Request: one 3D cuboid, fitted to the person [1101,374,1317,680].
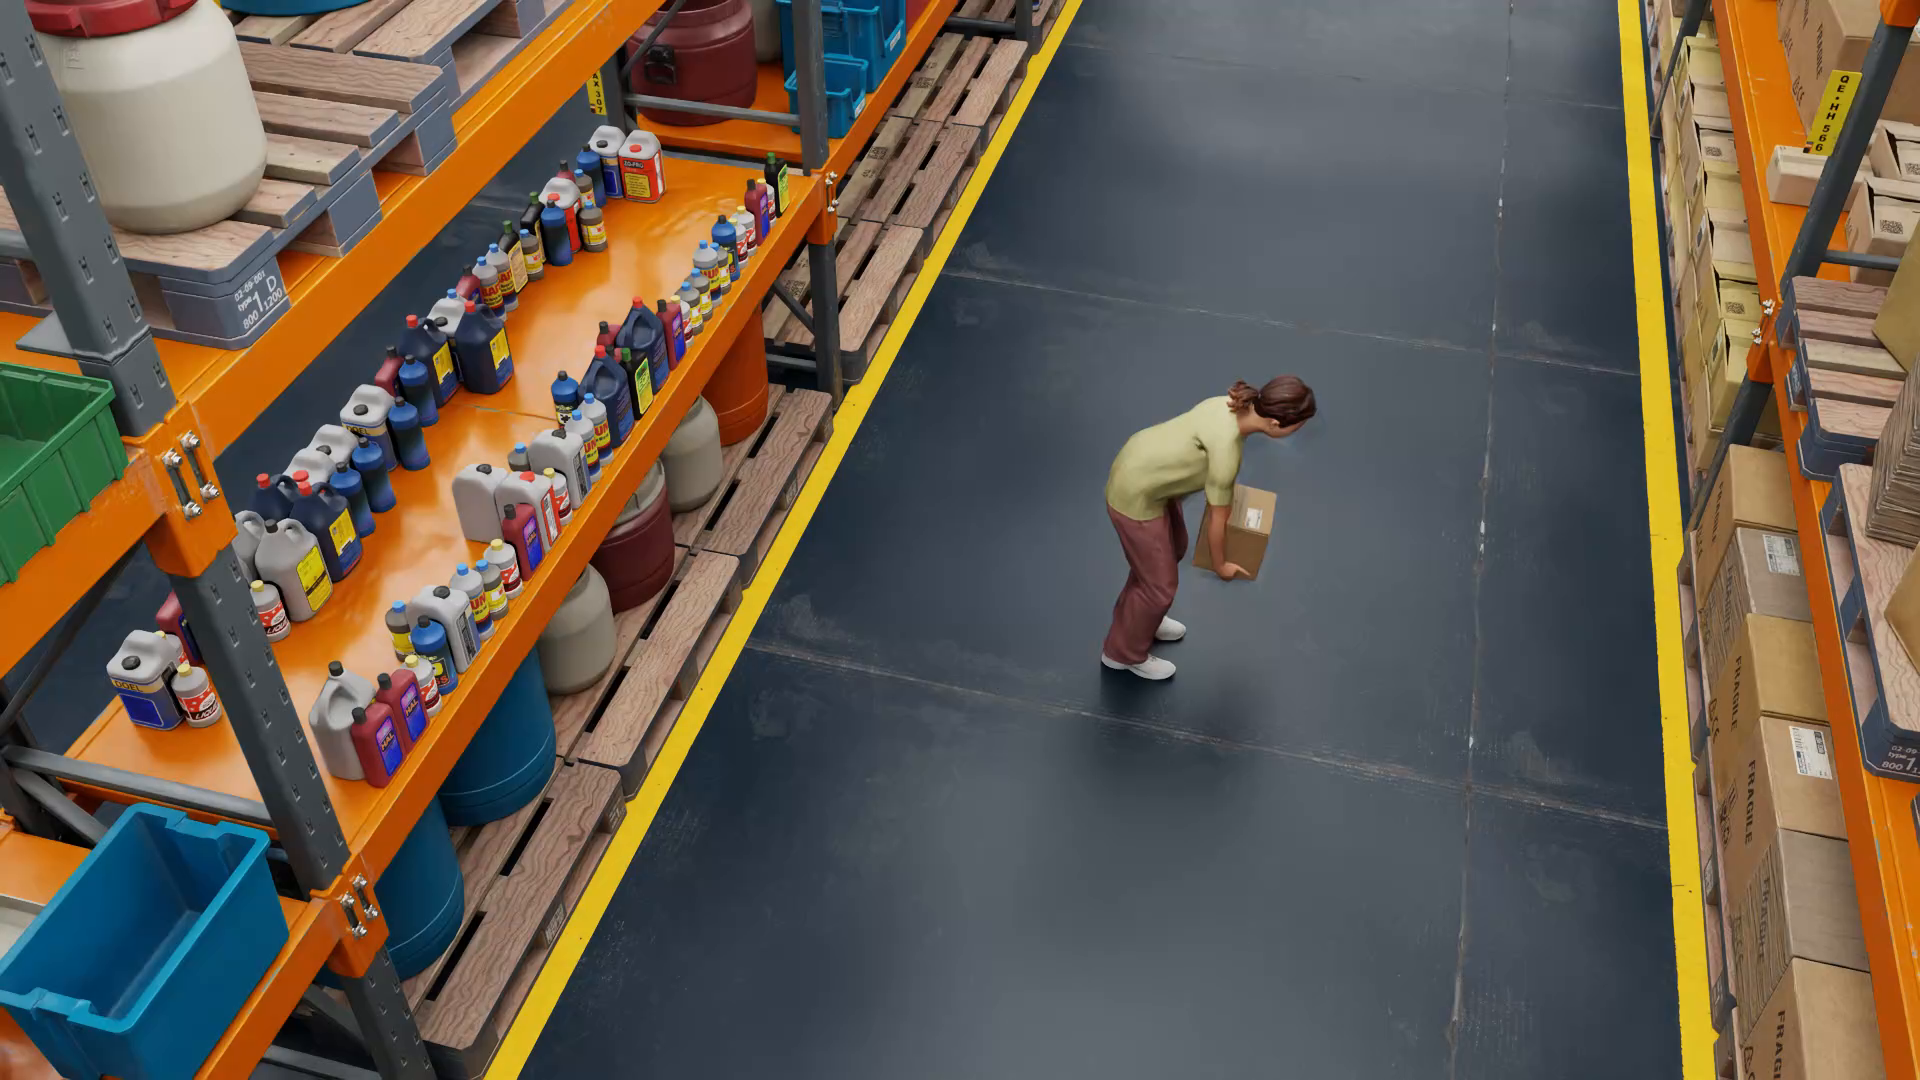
[{"bbox_3d":[0.921,-0.063,6.410,0.731,1.445,0.406,9,42,10],"label":"person"}]
